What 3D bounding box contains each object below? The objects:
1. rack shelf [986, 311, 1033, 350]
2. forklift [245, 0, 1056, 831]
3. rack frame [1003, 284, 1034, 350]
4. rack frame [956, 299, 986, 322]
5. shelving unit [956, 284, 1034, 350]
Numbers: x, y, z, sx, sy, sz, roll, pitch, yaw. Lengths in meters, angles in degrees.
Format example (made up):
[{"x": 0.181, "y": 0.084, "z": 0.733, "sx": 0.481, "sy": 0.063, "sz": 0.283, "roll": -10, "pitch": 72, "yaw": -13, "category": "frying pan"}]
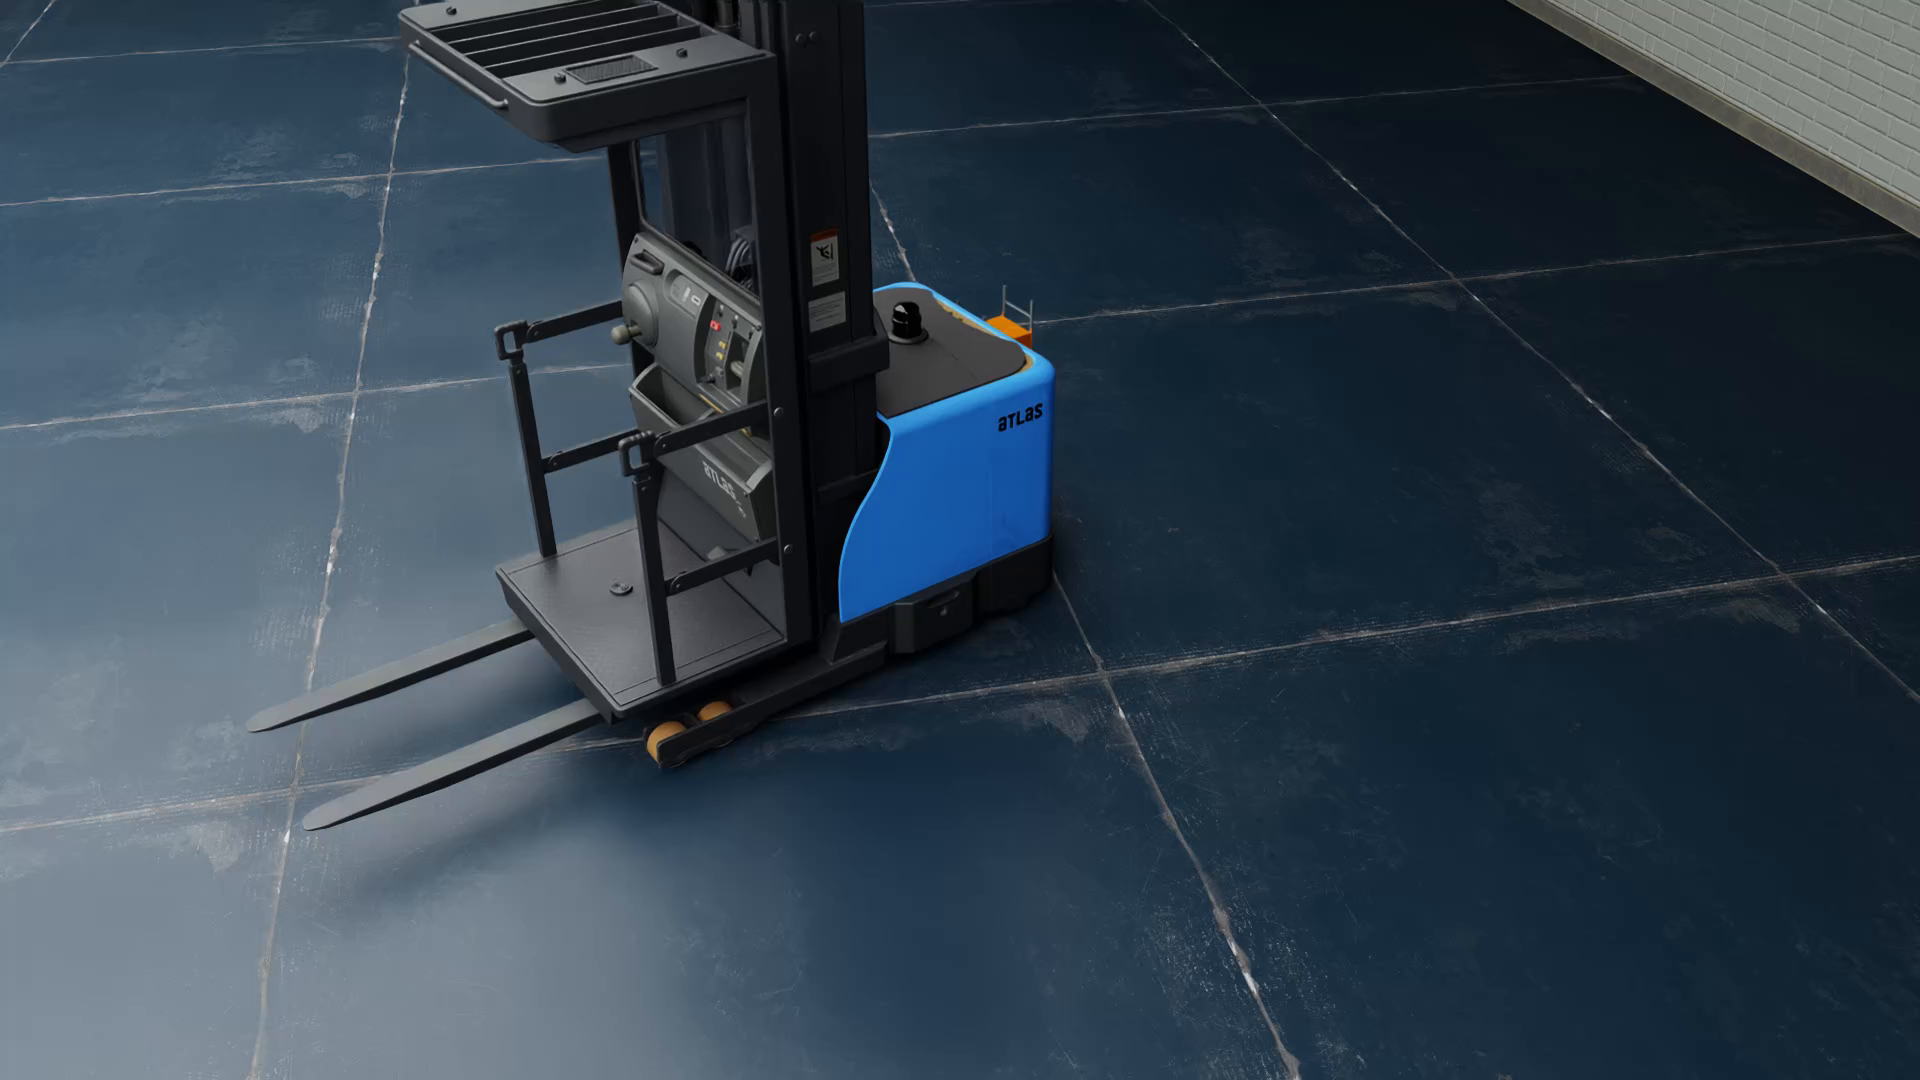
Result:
[{"x": 0.143, "y": -0.775, "z": 6.973, "sx": 0.240, "sy": 0.259, "sz": 0.215, "roll": -22, "pitch": 40, "yaw": -29, "category": "rack shelf"}, {"x": -1.109, "y": -0.728, "z": 5.704, "sx": 3.031, "sy": 2.935, "sz": 1.130, "roll": -22, "pitch": 40, "yaw": -29, "category": "forklift"}, {"x": 0.242, "y": -0.588, "z": 7.185, "sx": 0.008, "sy": 1.050, "sz": 0.200, "roll": -22, "pitch": 40, "yaw": -29, "category": "rack frame"}, {"x": 0.045, "y": -0.508, "z": 7.065, "sx": 0.008, "sy": 1.050, "sz": 0.200, "roll": -22, "pitch": 40, "yaw": -29, "category": "rack frame"}, {"x": 0.143, "y": -0.548, "z": 7.125, "sx": 0.252, "sy": 1.050, "sz": 0.215, "roll": -22, "pitch": 40, "yaw": -29, "category": "shelving unit"}]
